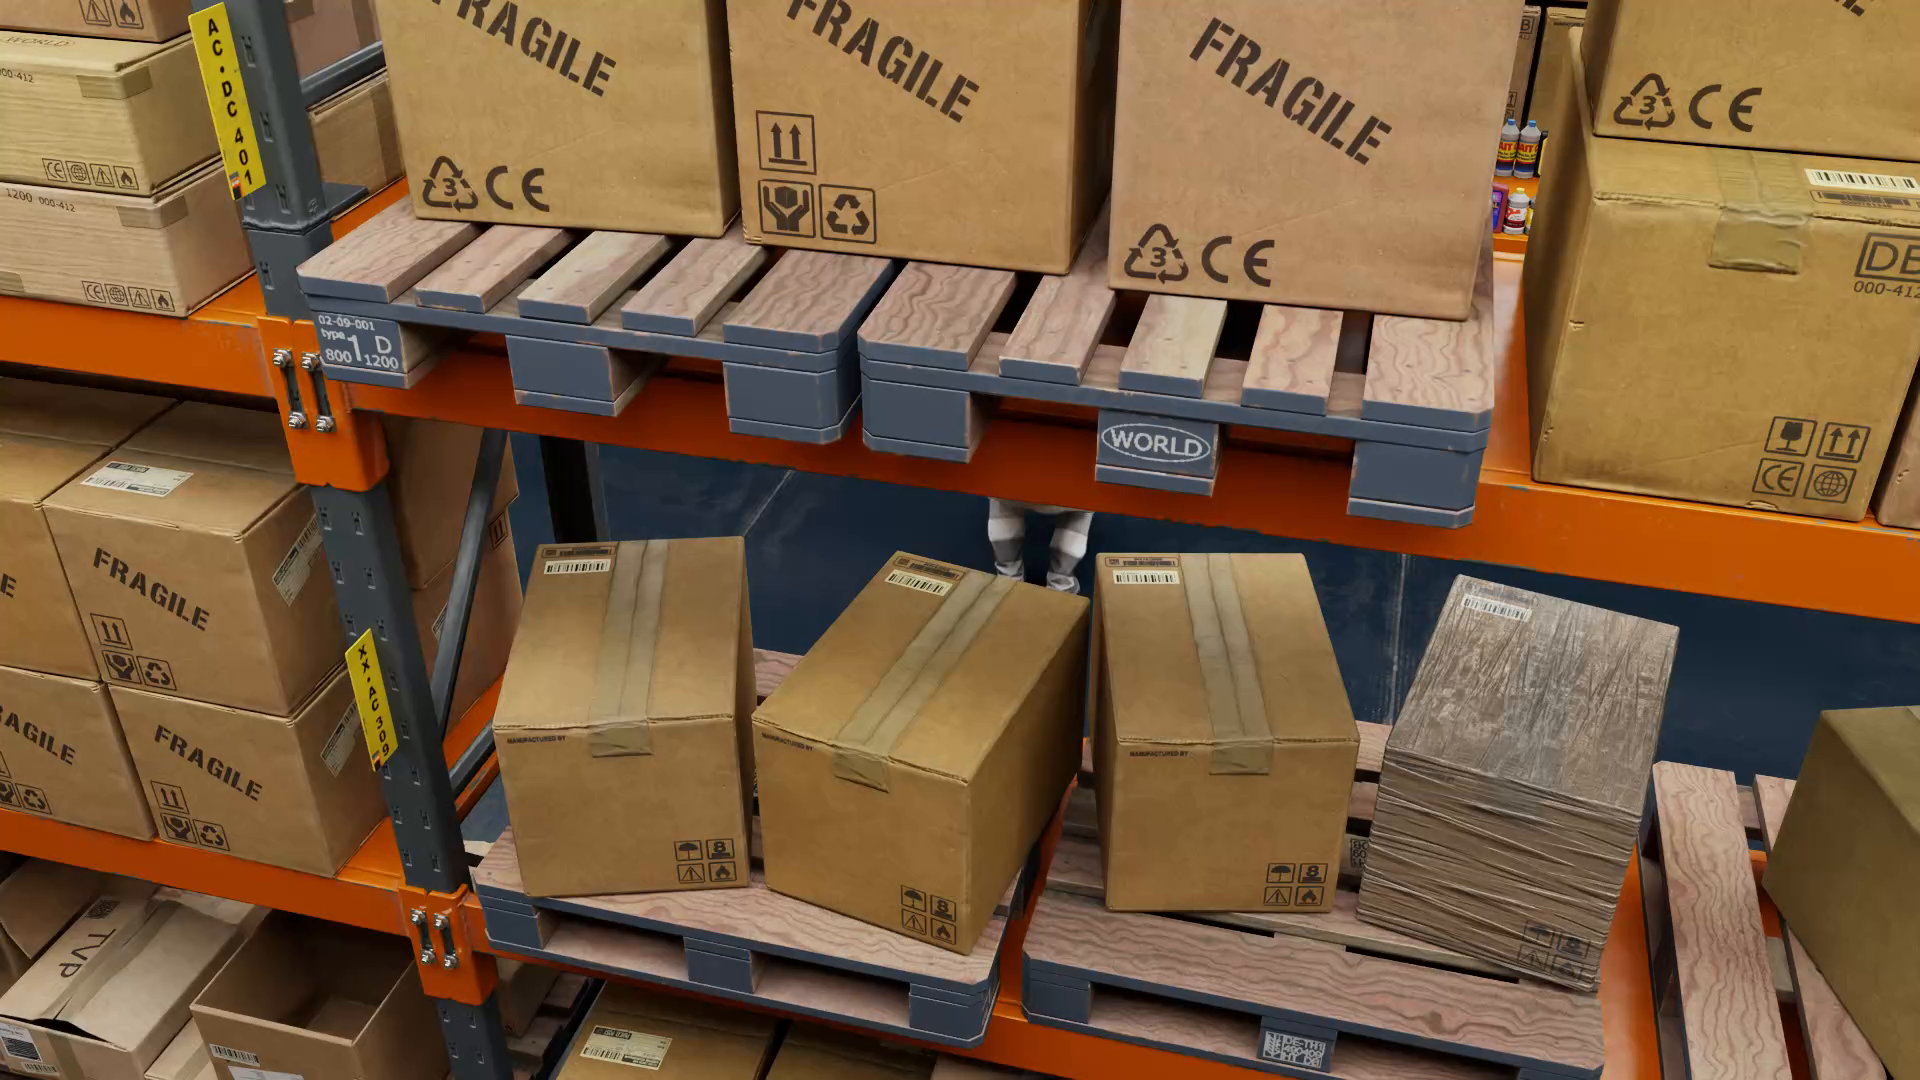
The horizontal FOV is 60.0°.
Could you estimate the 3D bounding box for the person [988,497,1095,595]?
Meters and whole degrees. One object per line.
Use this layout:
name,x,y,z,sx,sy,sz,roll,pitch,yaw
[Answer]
person,0.360,-0.260,7.260,0.525,0.995,0.955,7,33,10
